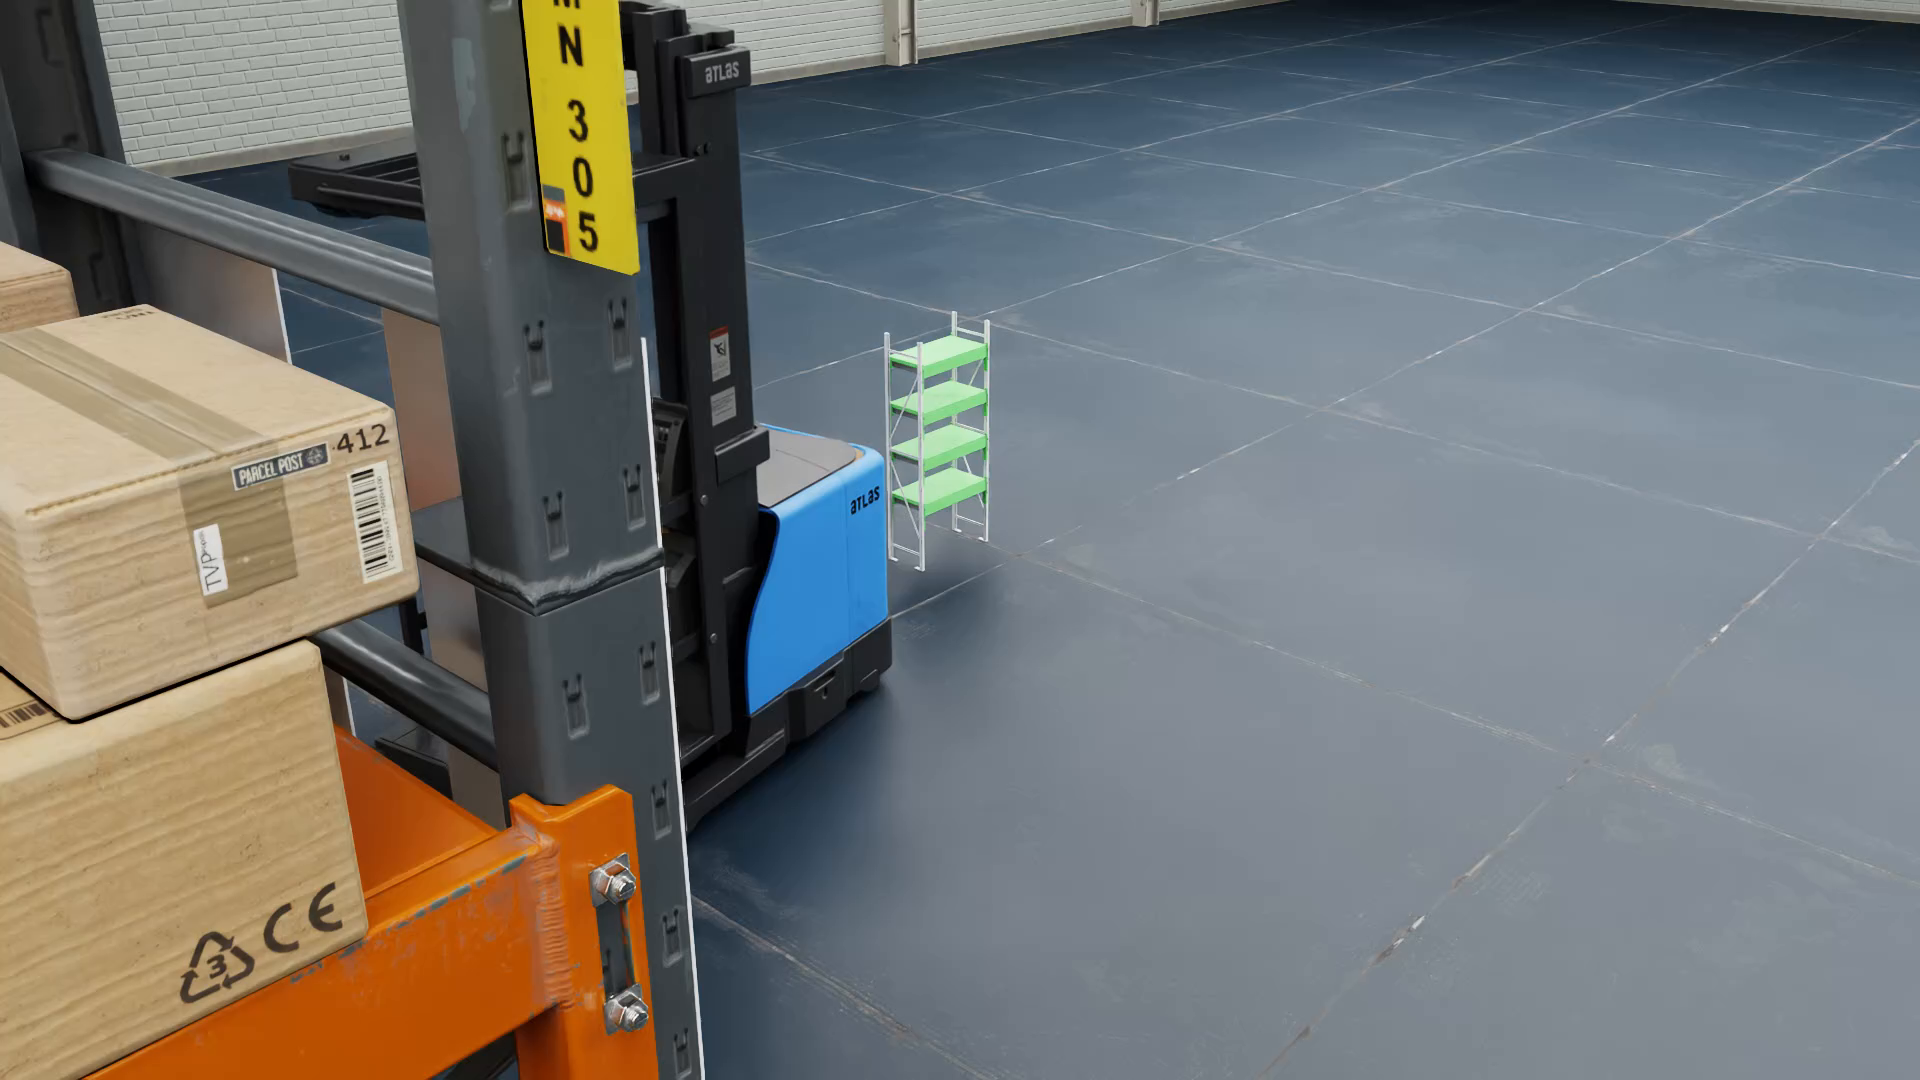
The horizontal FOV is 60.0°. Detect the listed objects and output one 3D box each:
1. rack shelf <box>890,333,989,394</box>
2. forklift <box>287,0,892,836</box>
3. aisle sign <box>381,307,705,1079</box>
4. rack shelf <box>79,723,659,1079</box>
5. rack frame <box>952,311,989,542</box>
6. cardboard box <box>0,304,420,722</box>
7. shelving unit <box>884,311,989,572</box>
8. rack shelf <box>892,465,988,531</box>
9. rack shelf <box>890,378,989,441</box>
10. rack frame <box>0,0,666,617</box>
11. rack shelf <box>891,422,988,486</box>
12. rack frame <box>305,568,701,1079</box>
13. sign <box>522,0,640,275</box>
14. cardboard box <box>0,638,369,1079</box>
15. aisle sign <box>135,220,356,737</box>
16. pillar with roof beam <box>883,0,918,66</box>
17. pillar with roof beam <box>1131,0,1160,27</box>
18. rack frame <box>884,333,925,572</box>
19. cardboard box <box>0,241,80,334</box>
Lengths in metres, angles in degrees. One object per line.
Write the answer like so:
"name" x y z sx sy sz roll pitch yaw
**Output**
"rack shelf" -0.110 -0.877 8.222 0.258 0.148 0.480 20 31 38
"forklift" -1.489 -0.321 5.883 1.130 2.935 3.031 14 28 28
"aisle sign" -0.393 0.149 1.573 0.394 0.787 0.004 20 31 38
"rack shelf" -1.992 0.841 0.420 1.077 0.370 4.000 20 31 38
"rack frame" 0.052 -0.571 8.558 0.240 1.200 0.015 20 31 38
"cardboard box" -0.610 -0.040 1.202 0.380 0.149 0.250 20 31 38
"shelving unit" -0.110 -0.497 8.392 0.258 1.200 0.503 20 31 38
"rack shelf" -0.110 -0.220 8.516 0.258 0.148 0.480 20 31 38
"rack shelf" -0.110 -0.658 8.320 0.258 0.148 0.480 20 31 38
"rack frame" -0.657 -1.465 1.018 1.000 3.000 0.127 20 31 38
"rack shelf" -0.110 -0.439 8.418 0.258 0.148 0.480 20 31 38
"rack frame" -0.657 1.272 2.246 1.000 3.000 0.127 20 31 38
"sign" -0.257 -0.343 1.099 0.100 0.325 0.005 20 31 38
"cardboard box" -0.790 0.188 1.180 0.500 0.250 0.500 21 32 39
"aisle sign" -0.839 -0.015 1.939 0.394 0.787 0.004 20 31 38
"pillar with roof beam" 2.347 -9.868 19.759 9.100 9.000 0.400 20 31 38
"pillar with roof beam" 6.352 -11.696 23.836 9.100 9.000 0.400 20 31 38
"rack frame" -0.273 -0.423 8.226 0.240 1.200 0.015 20 31 38
"cardboard box" -1.013 -0.189 1.535 0.380 0.149 0.250 20 31 37
